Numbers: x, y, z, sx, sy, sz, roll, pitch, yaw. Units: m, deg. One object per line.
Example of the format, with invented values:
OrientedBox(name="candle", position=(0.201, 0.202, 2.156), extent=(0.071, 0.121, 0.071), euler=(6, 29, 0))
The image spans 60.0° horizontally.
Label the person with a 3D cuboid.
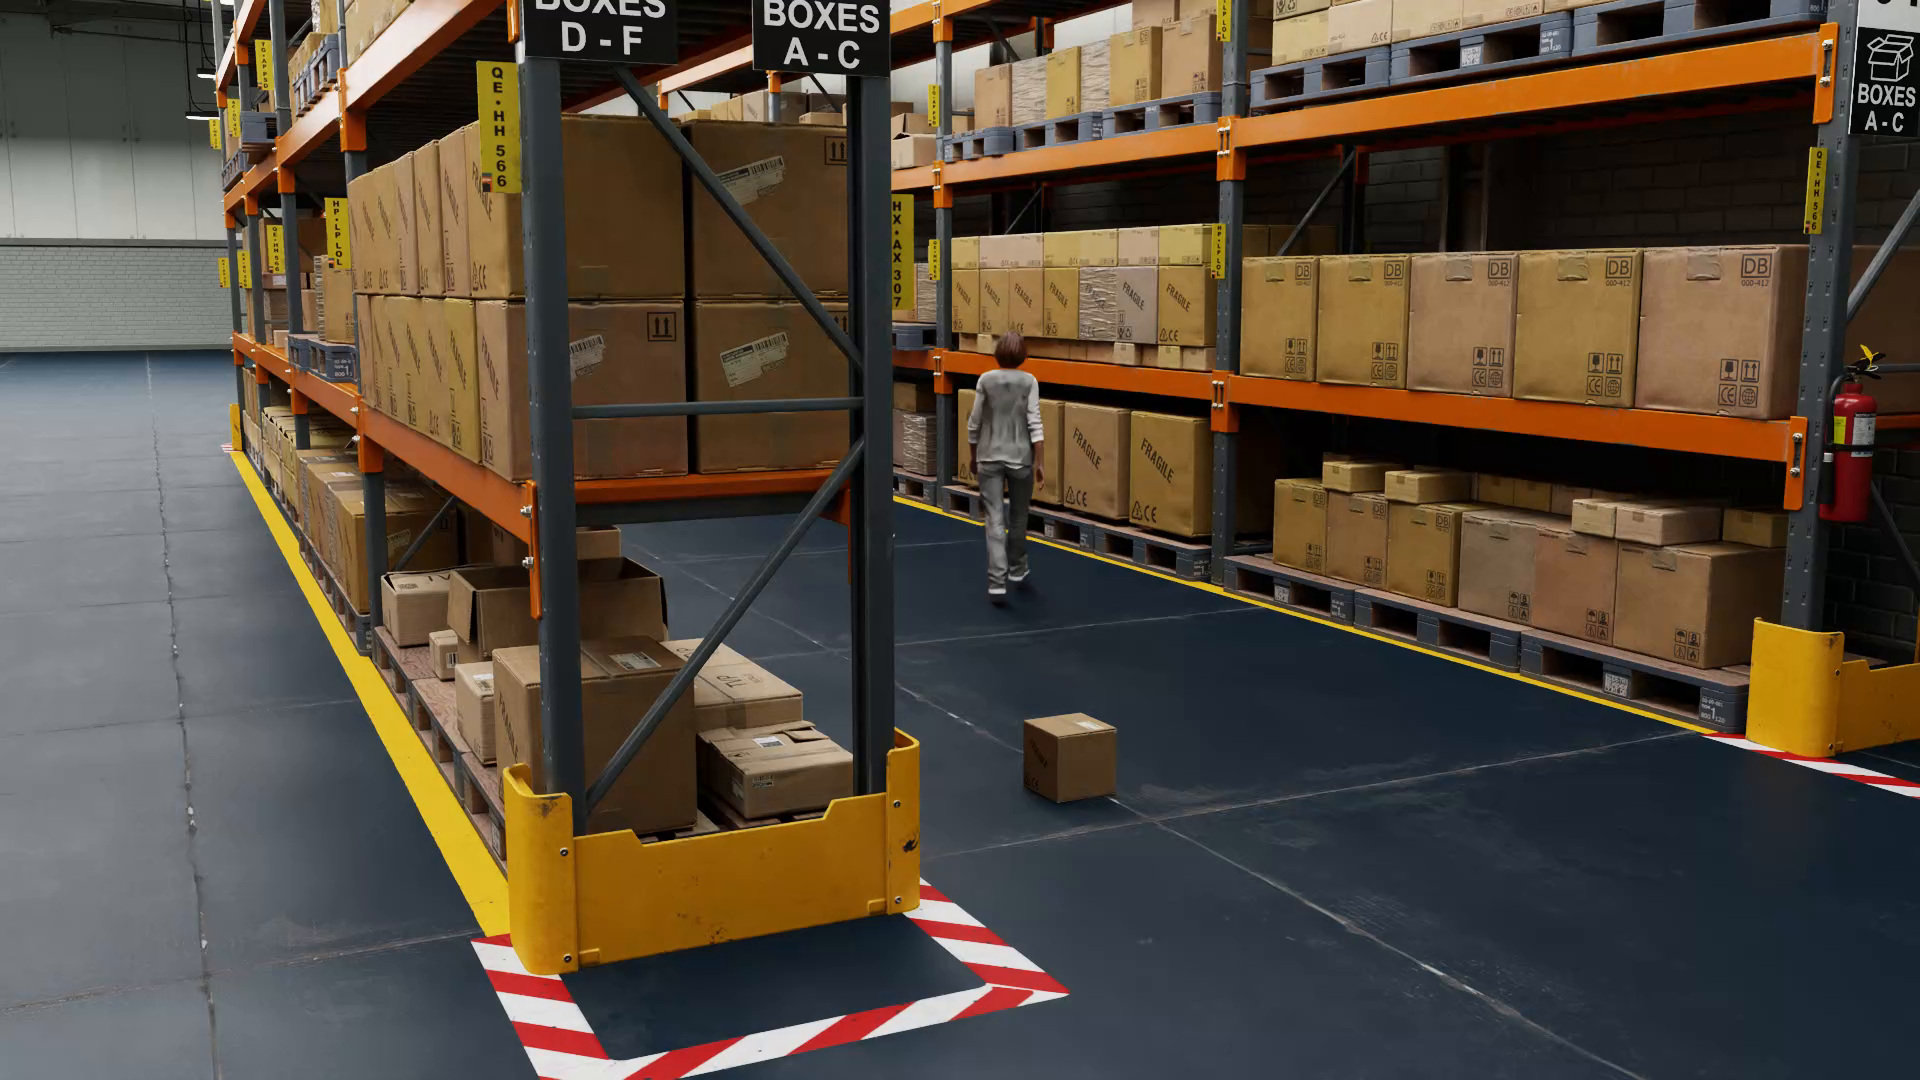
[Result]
OrientedBox(name="person", position=(0.269, -0.475, 9.905), extent=(0.453, 1.539, 0.938), euler=(0, 9, -1))
